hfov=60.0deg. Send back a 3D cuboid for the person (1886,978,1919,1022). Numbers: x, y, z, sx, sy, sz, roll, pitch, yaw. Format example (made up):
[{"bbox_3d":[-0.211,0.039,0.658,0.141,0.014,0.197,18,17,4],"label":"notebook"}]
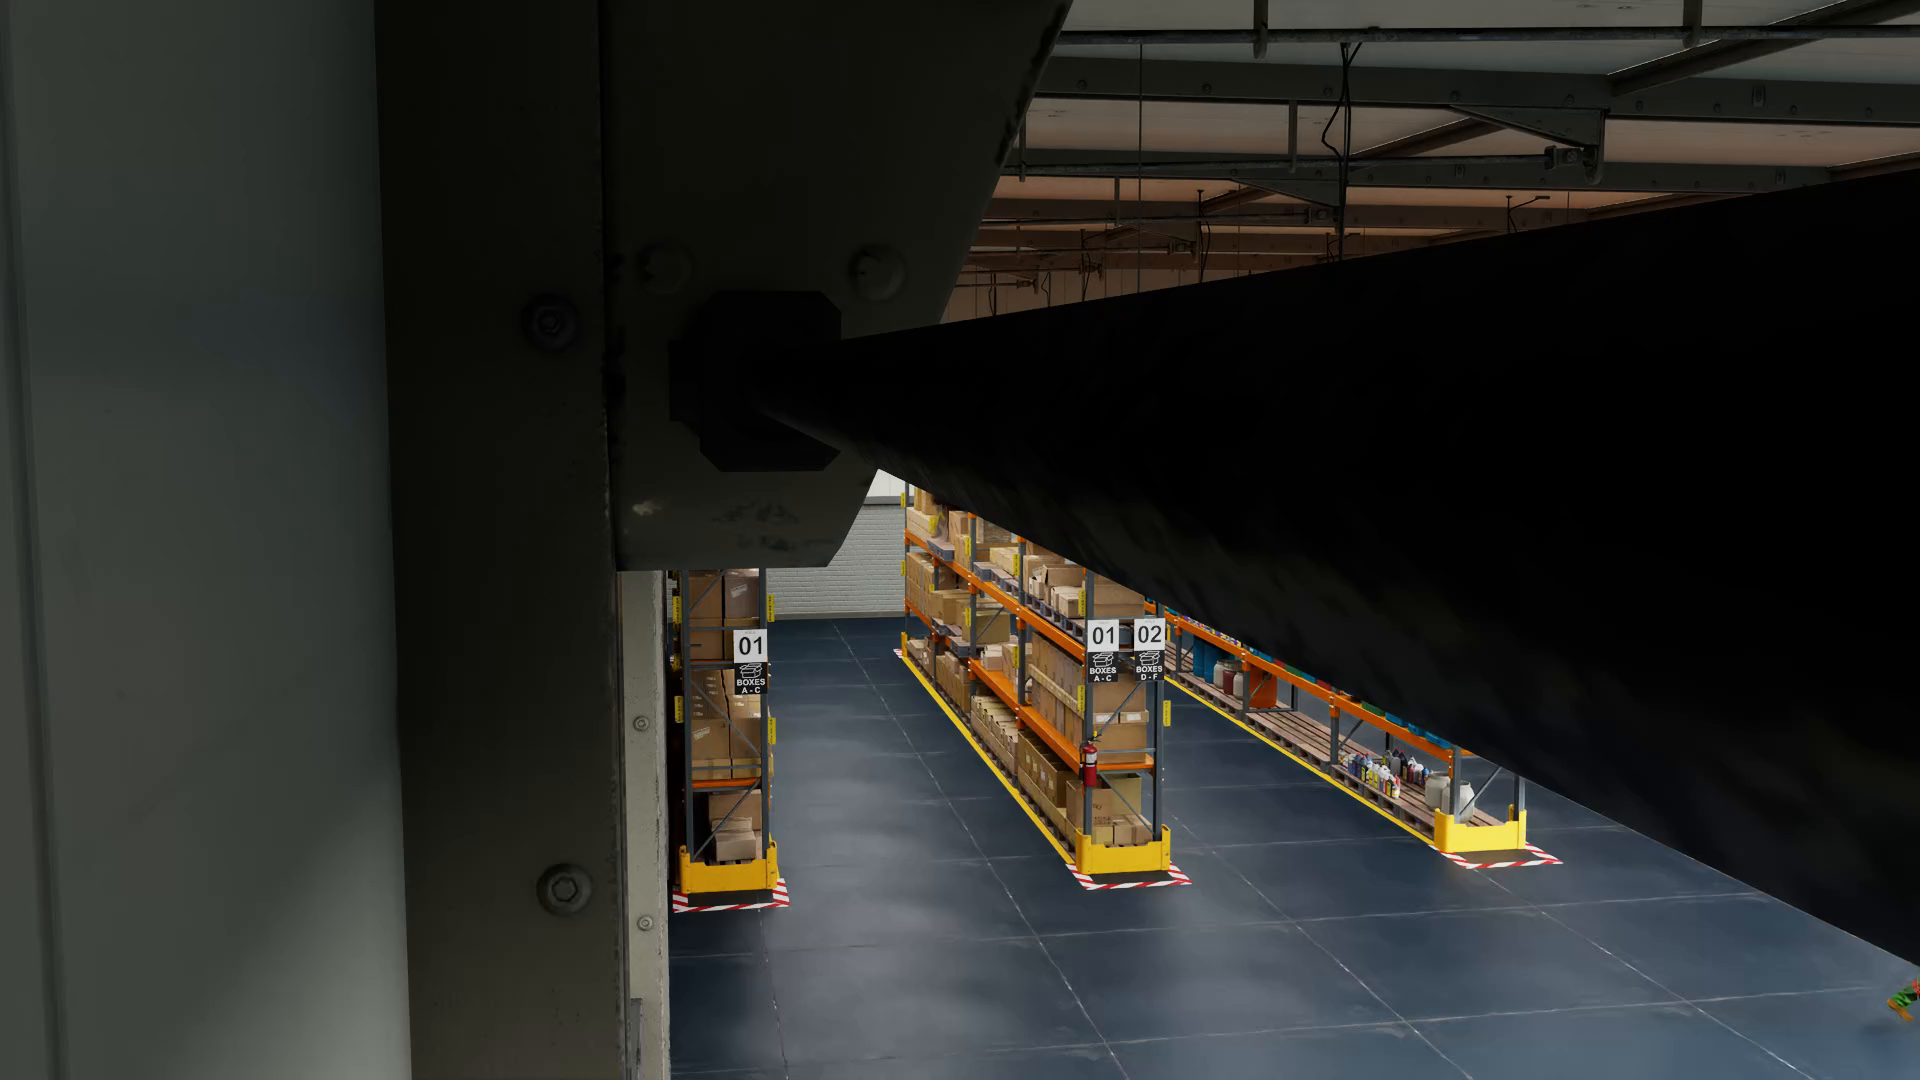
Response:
[{"bbox_3d":[9.346,3.784,15.786,0.987,1.786,0.656,1,6,9],"label":"person"}]
